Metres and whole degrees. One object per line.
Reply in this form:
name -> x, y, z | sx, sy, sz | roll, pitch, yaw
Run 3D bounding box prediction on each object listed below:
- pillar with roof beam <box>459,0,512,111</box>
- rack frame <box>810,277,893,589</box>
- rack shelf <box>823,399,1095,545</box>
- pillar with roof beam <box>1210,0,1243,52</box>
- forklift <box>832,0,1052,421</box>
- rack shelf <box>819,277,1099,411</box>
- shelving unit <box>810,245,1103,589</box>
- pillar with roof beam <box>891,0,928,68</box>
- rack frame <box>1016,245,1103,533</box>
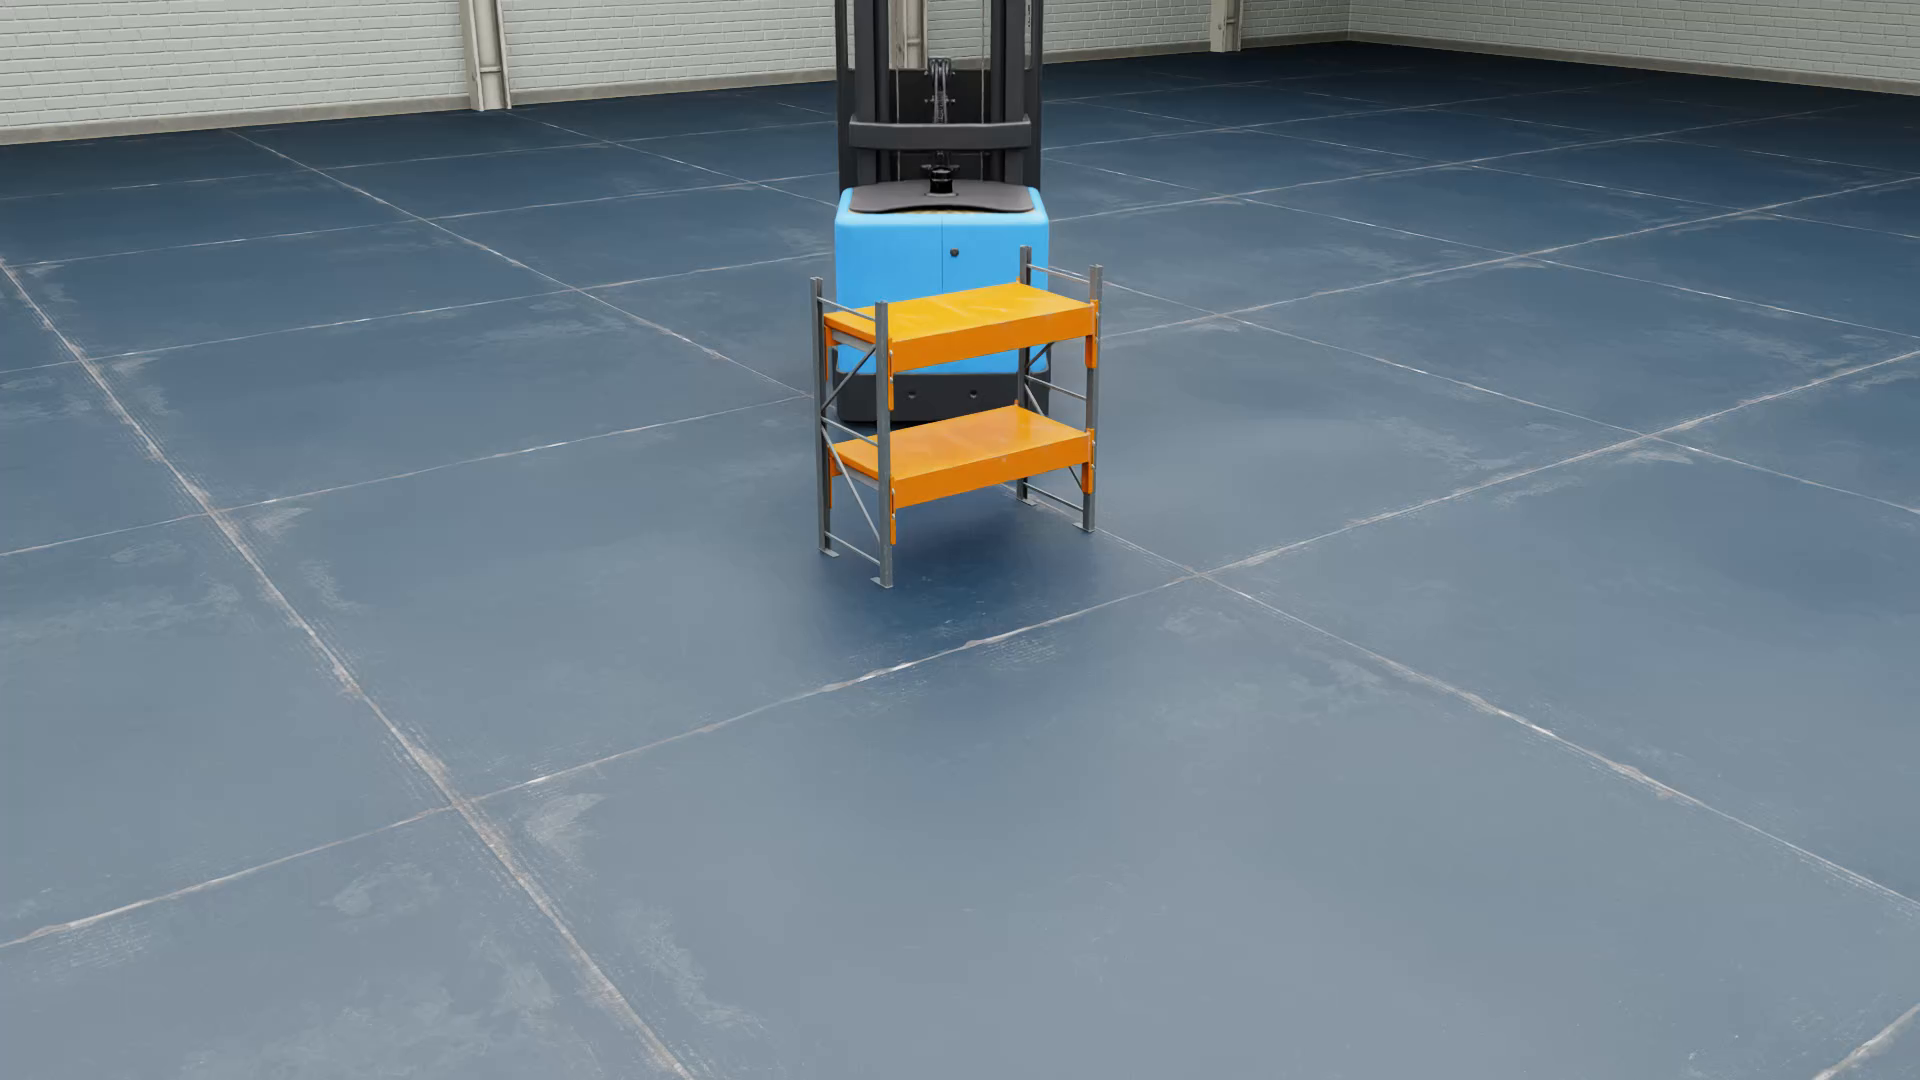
pillar with roof beam -> -3.050, -8.005, 14.815 | 0.400, 9.000, 9.100 | -15, 26, -33
rack frame -> -0.418, -0.411, 6.408 | 0.032, 1.125, 0.500 | -15, 26, -33
rack shelf -> -0.005, -0.294, 6.775 | 1.000, 0.278, 0.538 | -15, 26, -33
pillar with roof beam -> 6.691, -10.602, 21.324 | 0.400, 9.000, 9.100 | -15, 26, -33
forklift -> -0.114, -2.440, 9.057 | 1.130, 2.935, 3.031 | 0, 22, -1
rack shelf -> -0.005, -0.793, 6.576 | 1.000, 0.278, 0.538 | -15, 26, -33
shelving unit -> -0.005, -0.521, 6.684 | 1.048, 1.125, 0.538 | -15, 26, -33
pillar with roof beam -> 1.820, -9.304, 18.070 | 0.400, 9.000, 9.100 | -15, 26, -33
rack frame -> 0.407, -0.631, 6.960 | 0.032, 1.125, 0.500 | -15, 26, -33
